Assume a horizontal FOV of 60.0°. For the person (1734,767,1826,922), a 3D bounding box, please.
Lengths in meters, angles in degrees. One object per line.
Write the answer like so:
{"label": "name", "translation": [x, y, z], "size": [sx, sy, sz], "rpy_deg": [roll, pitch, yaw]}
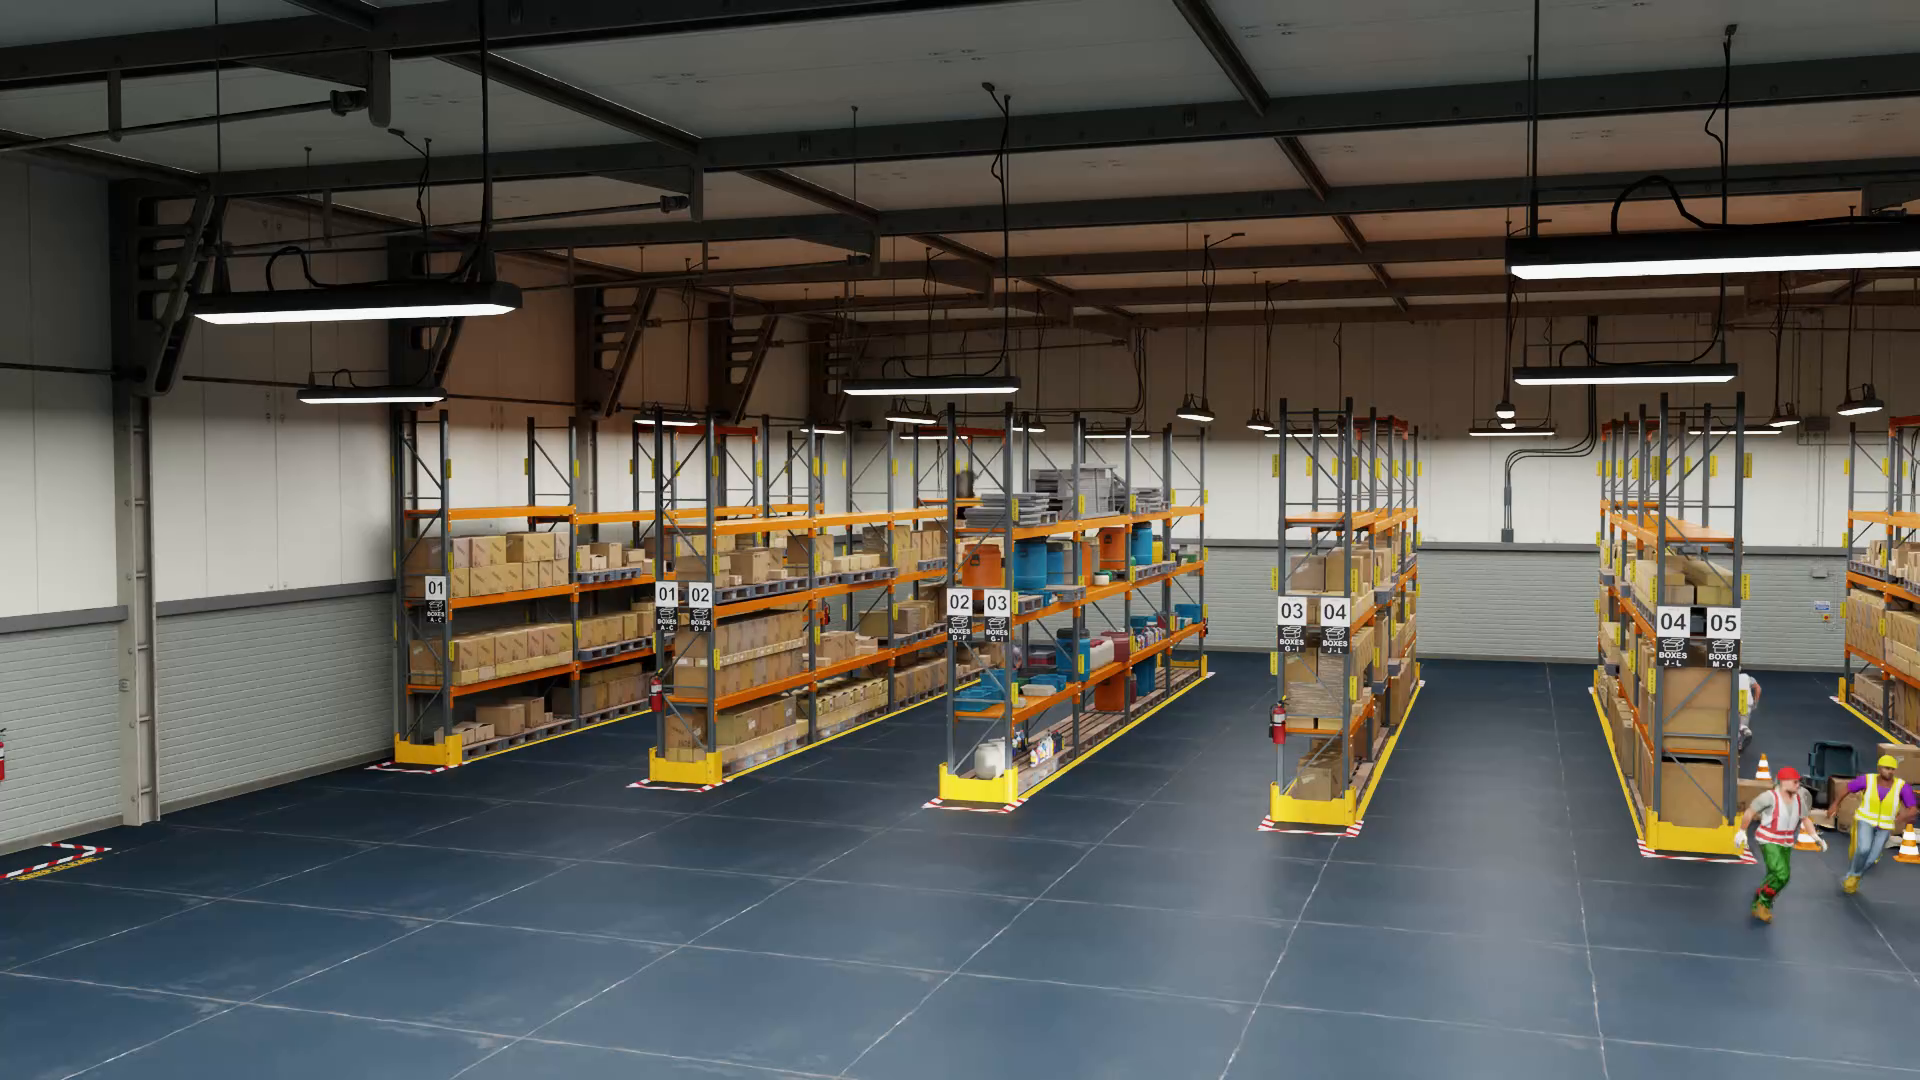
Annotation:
{"label": "person", "translation": [8.988, 3.336, 18.177], "size": [0.654, 1.732, 0.782], "rpy_deg": [-1, 3, -18]}

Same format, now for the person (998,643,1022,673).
{"label": "person", "translation": [1.155, 2.752, 34.998], "size": [0.598, 1.505, 0.988], "rpy_deg": [2, 3, 34]}

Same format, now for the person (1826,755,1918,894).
{"label": "person", "translation": [10.712, 3.306, 19.470], "size": [0.868, 1.598, 0.721], "rpy_deg": [1, 3, 13]}

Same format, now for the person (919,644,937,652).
{"label": "person", "translation": [-0.841, 2.337, 43.016], "size": [1.107, 1.586, 0.732], "rpy_deg": [1, 3, 27]}

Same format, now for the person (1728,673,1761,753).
{"label": "person", "translation": [13.807, 2.962, 29.368], "size": [0.675, 1.578, 0.991], "rpy_deg": [0, 2, 3]}
